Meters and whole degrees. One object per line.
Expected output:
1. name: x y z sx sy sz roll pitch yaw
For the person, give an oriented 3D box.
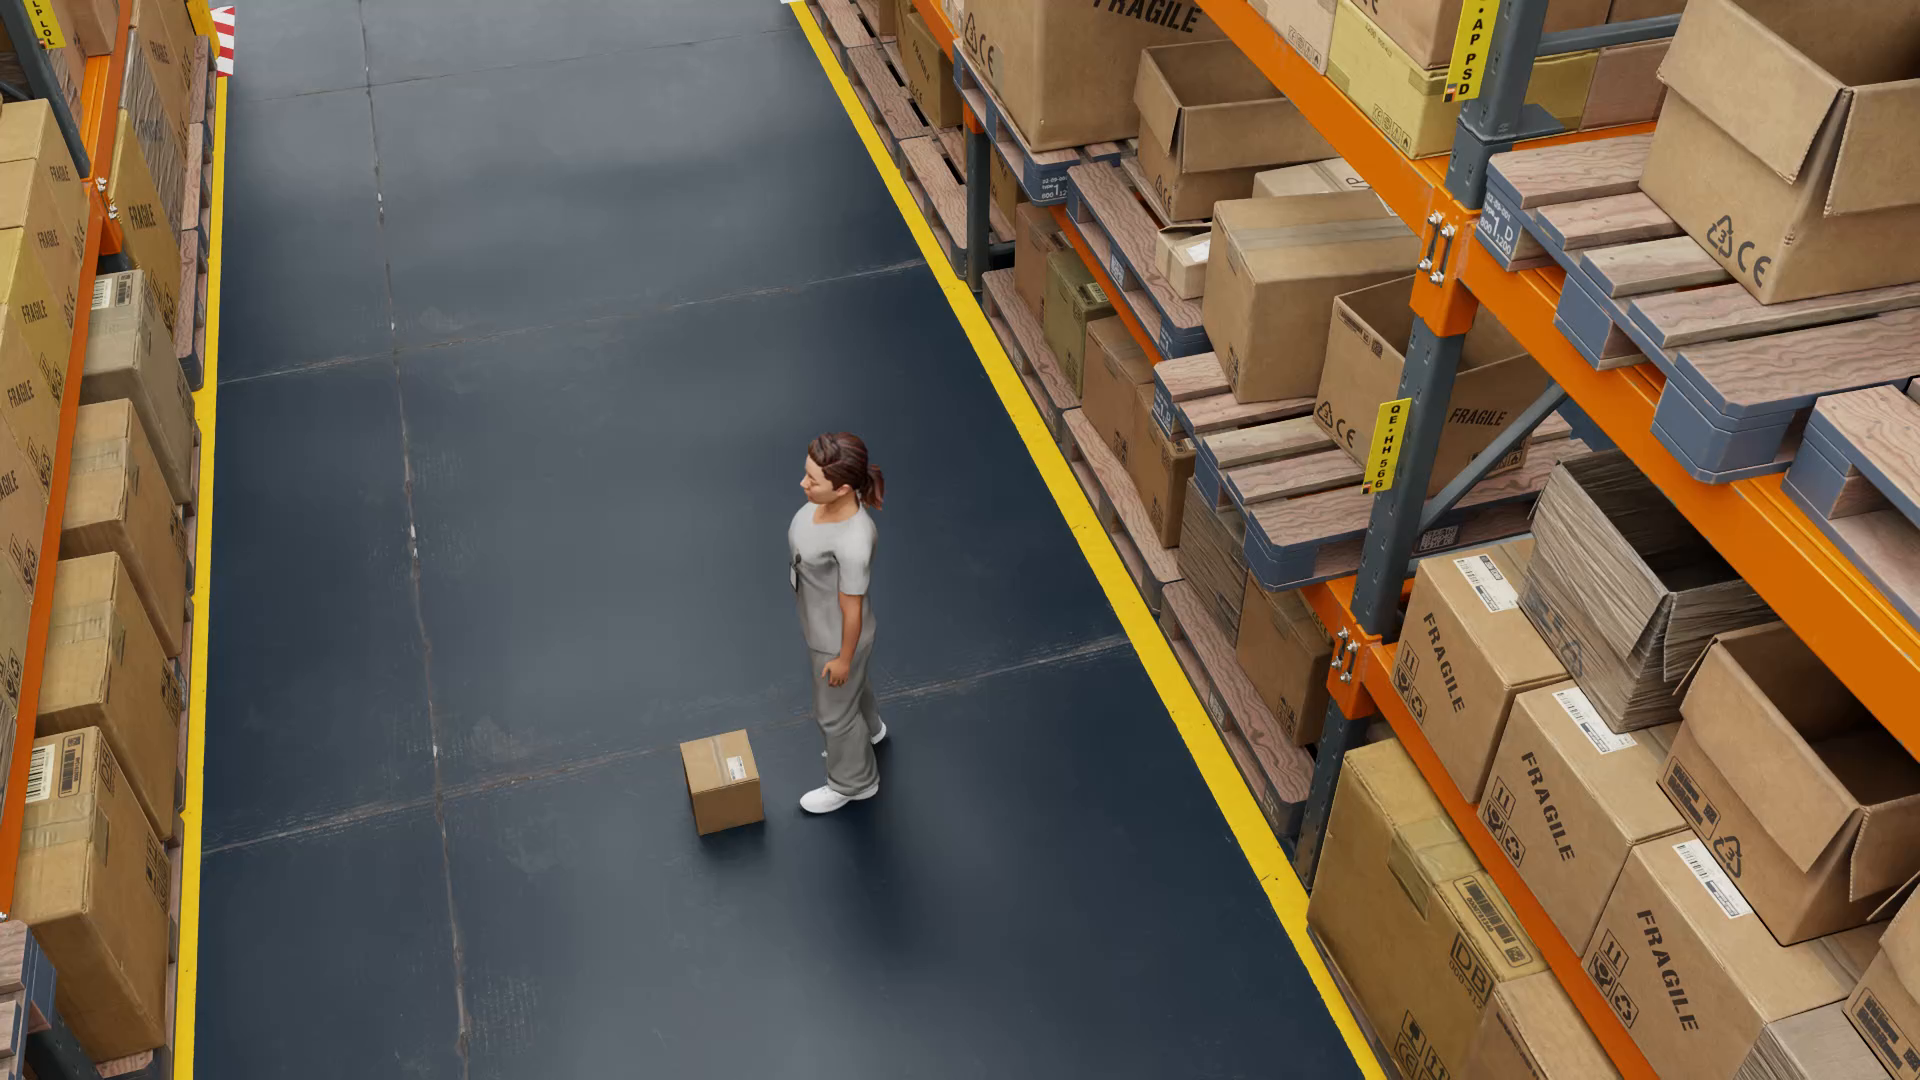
1. person: -0.435 0.316 5.859 0.410 1.722 0.450 -11 44 -12
